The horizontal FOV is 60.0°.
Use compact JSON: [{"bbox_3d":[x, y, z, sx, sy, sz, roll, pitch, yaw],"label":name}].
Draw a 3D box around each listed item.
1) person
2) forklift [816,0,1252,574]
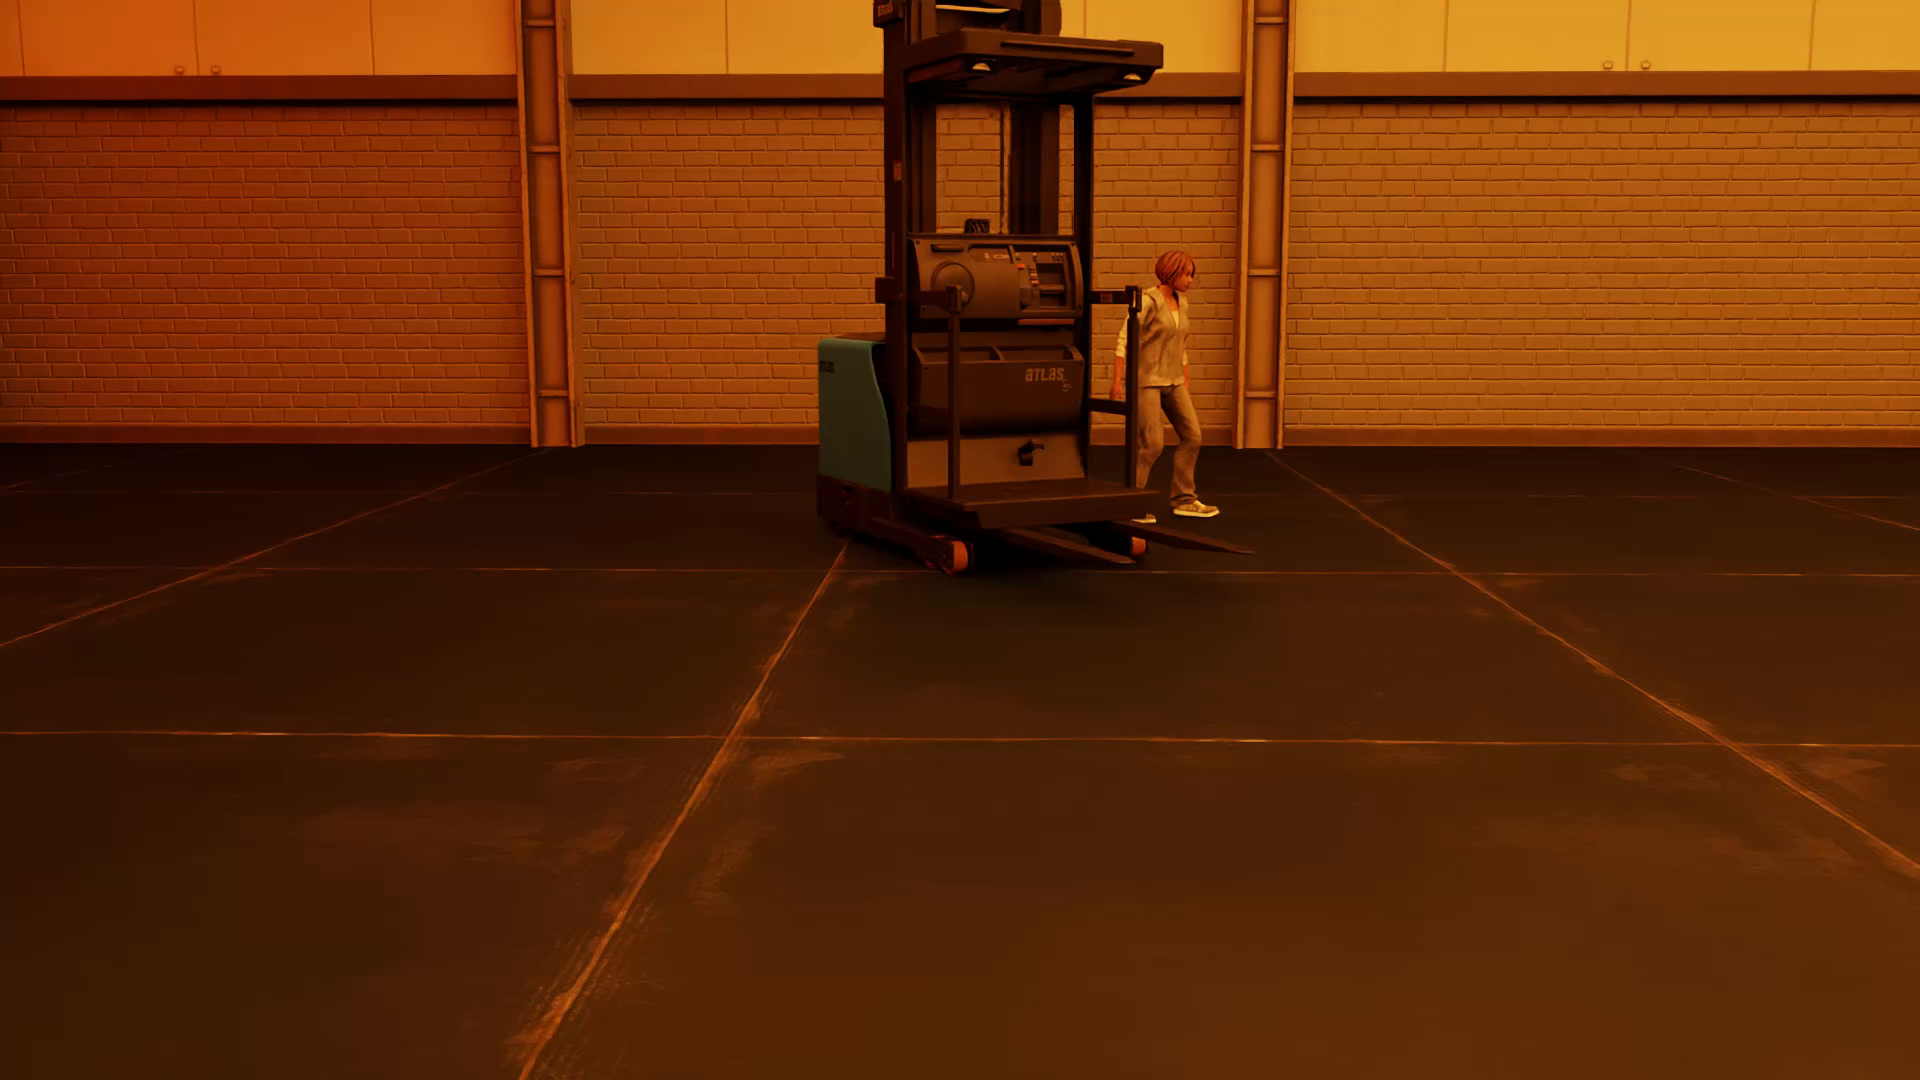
[{"bbox_3d":[1.172,-0.881,9.640,0.725,1.564,0.387,-8,12,-42],"label":"person"},{"bbox_3d":[0.294,-1.360,8.196,1.130,2.935,3.031,-4,10,-26],"label":"forklift"}]
